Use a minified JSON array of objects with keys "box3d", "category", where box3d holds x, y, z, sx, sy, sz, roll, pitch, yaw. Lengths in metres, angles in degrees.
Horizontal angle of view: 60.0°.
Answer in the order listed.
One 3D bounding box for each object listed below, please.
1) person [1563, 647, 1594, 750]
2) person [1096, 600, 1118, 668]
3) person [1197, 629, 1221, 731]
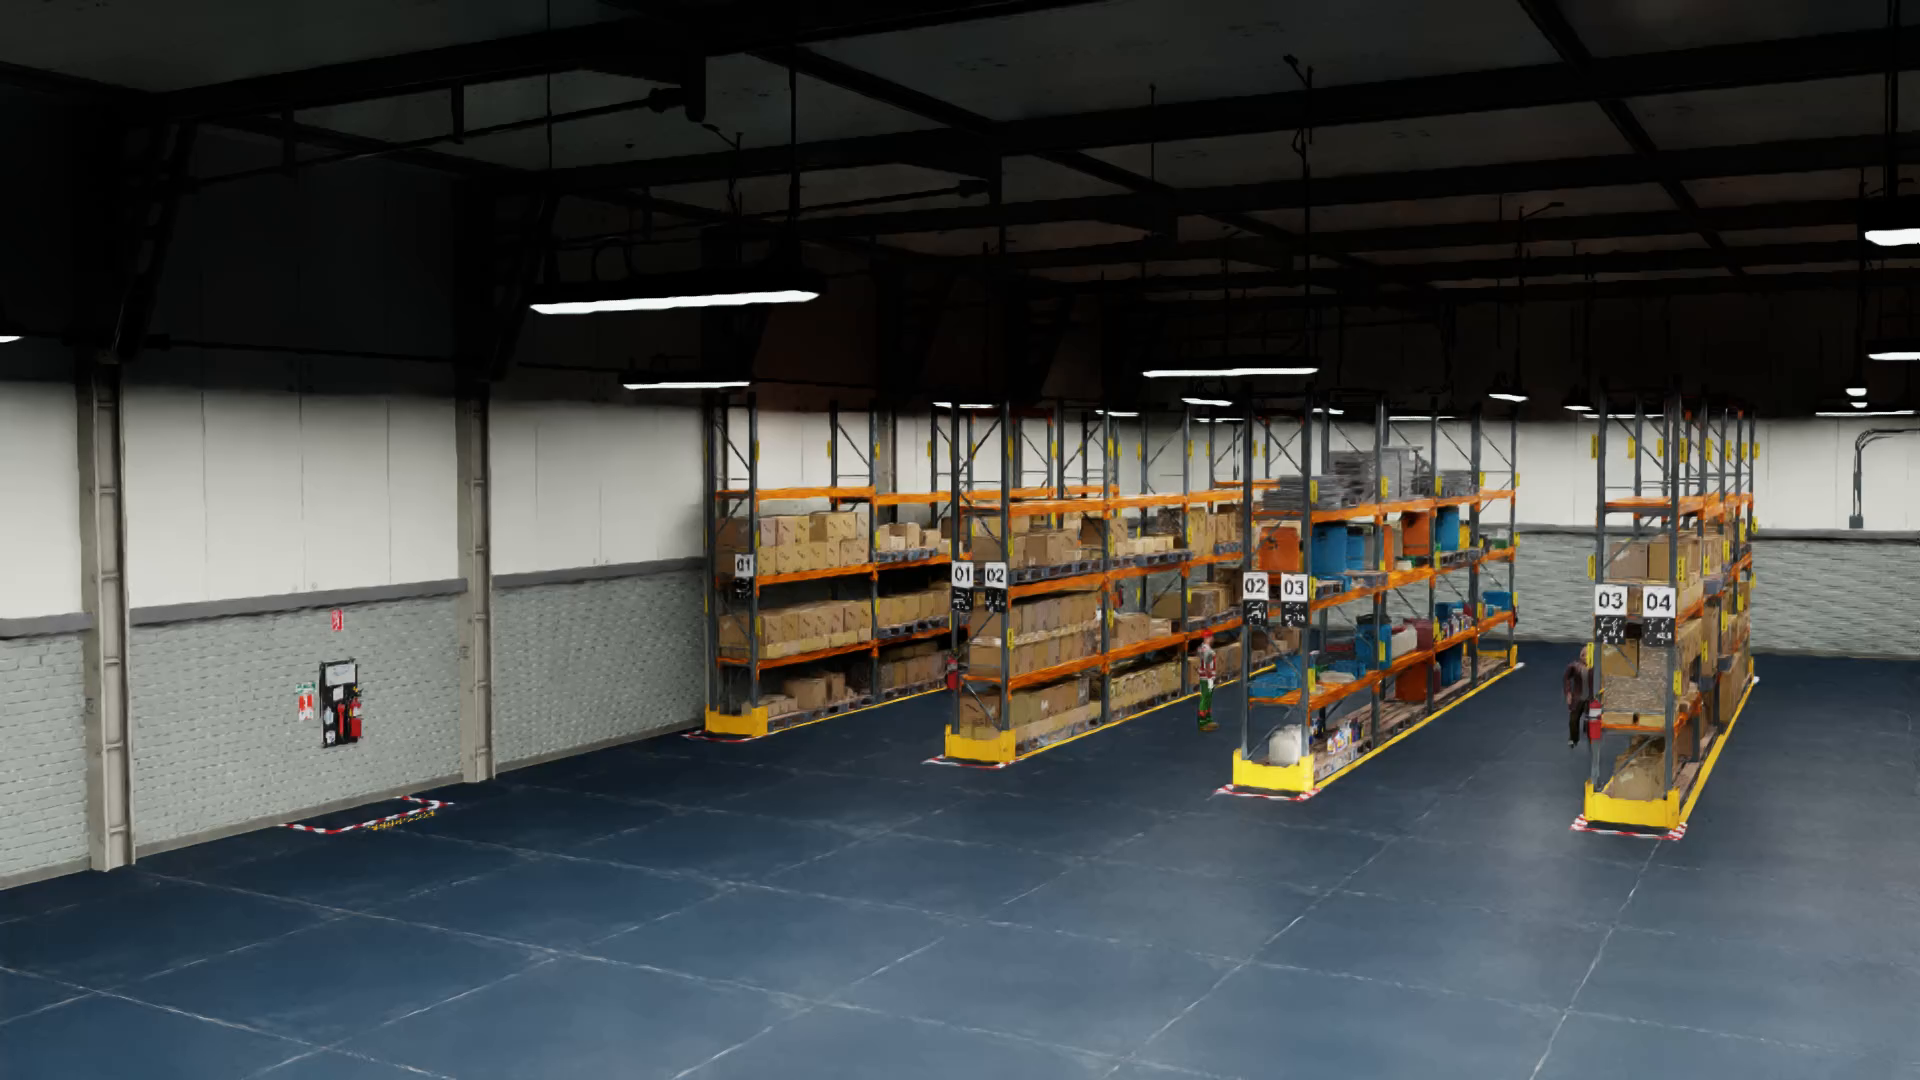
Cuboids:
[{"box3d":[10.455,2.638,27.803,0.729,1.734,0.546,2,3,28],"category":"person"},{"box3d":[3.222,2.158,36.707,0.729,1.733,0.546,2,3,28],"category":"person"},{"box3d":[4.462,2.484,29.739,0.454,1.788,0.601,0,3,1],"category":"person"}]
